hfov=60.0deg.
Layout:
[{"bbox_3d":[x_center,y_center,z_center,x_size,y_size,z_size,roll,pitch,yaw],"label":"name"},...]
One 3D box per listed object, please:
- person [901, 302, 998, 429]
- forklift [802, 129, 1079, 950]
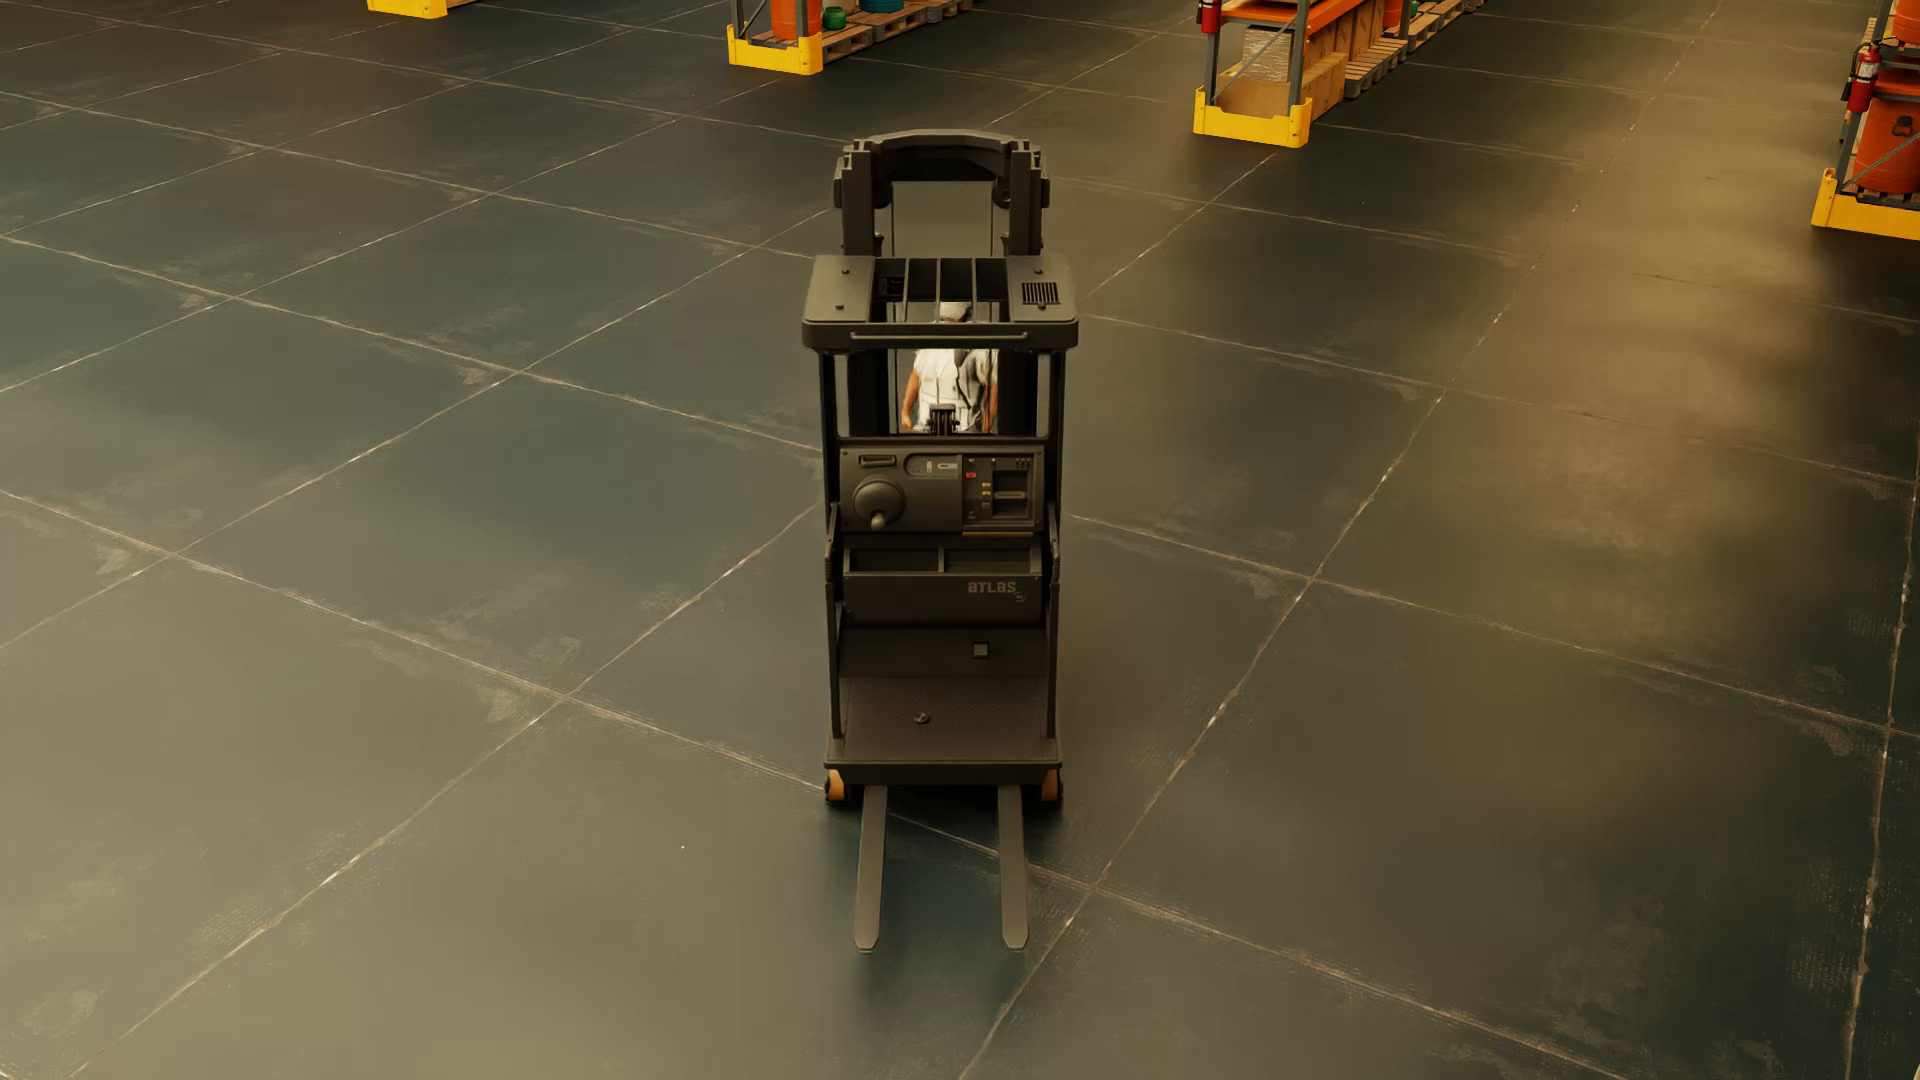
[{"bbox_3d":[-0.105,-0.625,9.470,0.616,1.655,0.541,19,35,30],"label":"person"},{"bbox_3d":[-0.078,-0.186,7.393,1.130,2.935,3.031,0,30,0],"label":"forklift"}]
